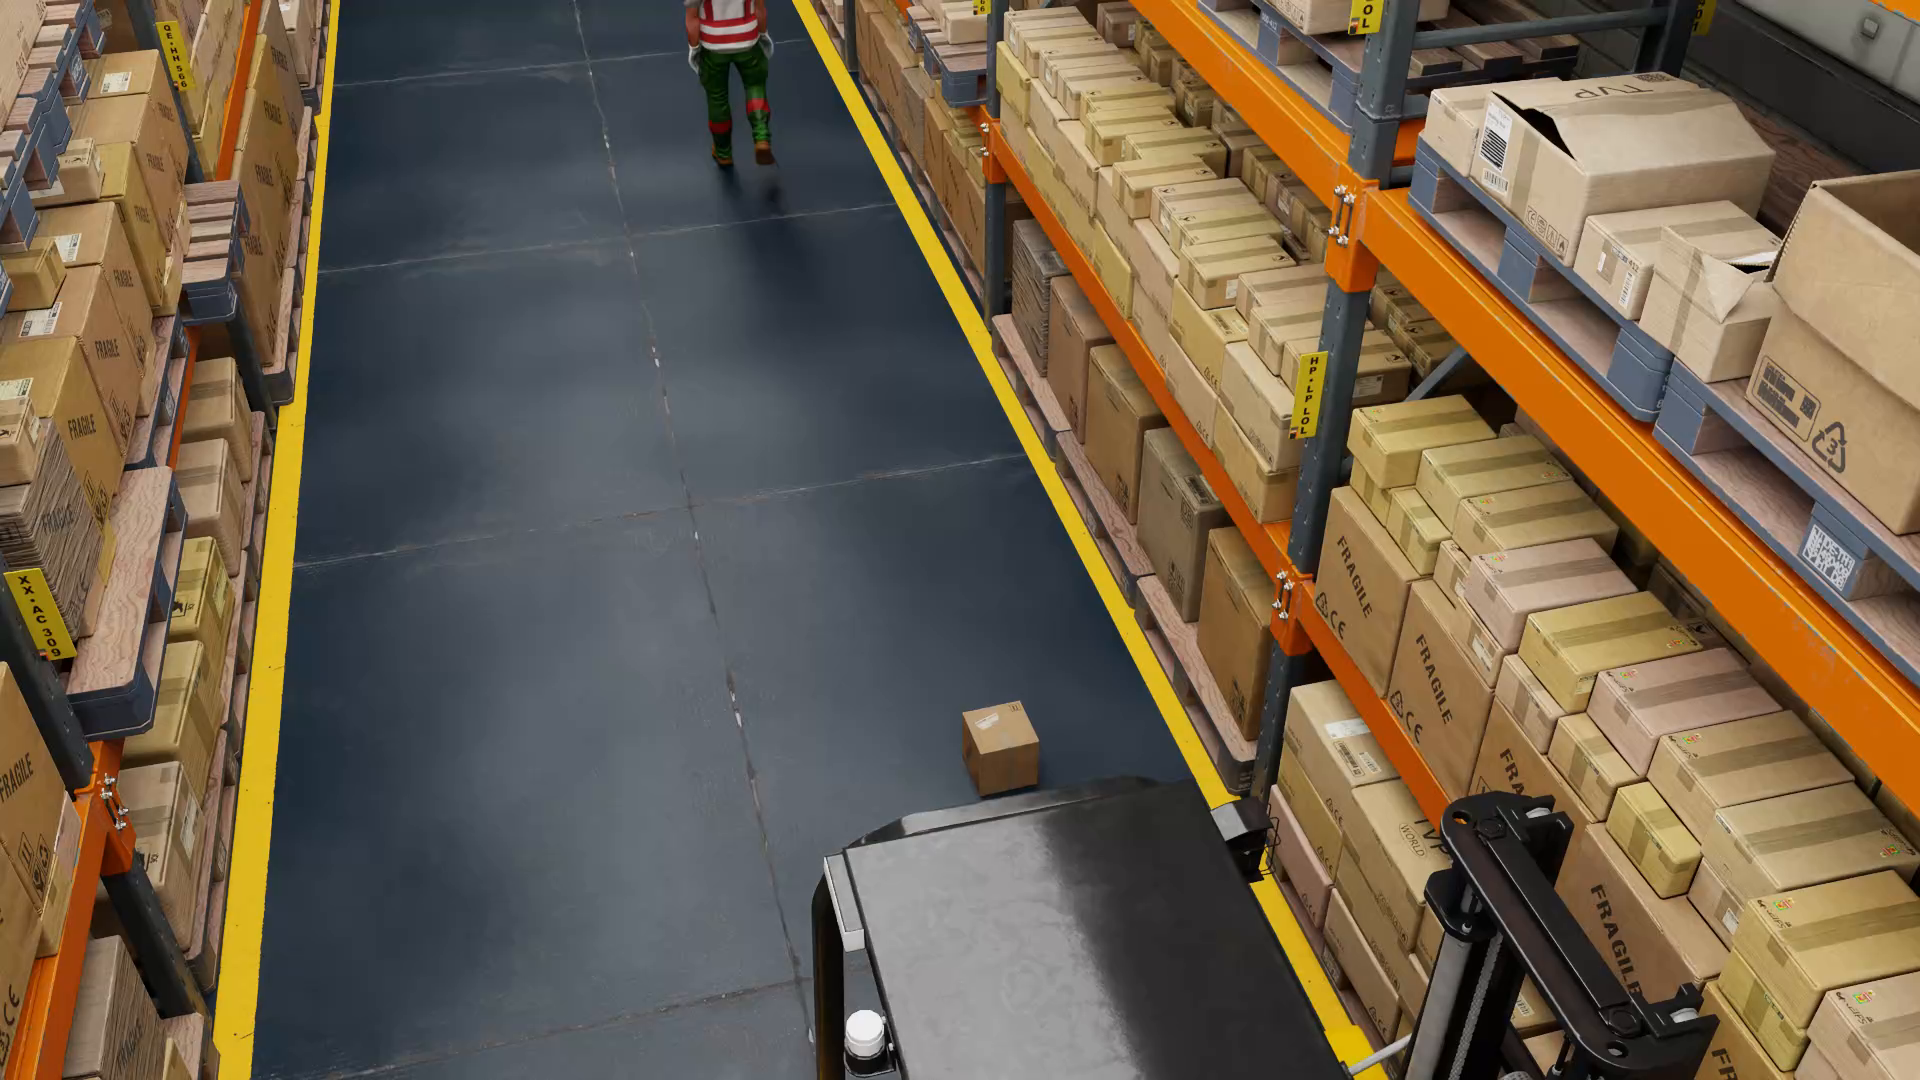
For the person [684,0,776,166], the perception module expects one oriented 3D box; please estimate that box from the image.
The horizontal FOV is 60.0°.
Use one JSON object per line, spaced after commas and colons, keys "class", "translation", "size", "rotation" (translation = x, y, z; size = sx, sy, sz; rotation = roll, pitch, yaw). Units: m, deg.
{"class": "person", "translation": [-1.505, -3.257, 10.854], "size": [0.572, 1.780, 0.714], "rotation": [-10, 39, -13]}
